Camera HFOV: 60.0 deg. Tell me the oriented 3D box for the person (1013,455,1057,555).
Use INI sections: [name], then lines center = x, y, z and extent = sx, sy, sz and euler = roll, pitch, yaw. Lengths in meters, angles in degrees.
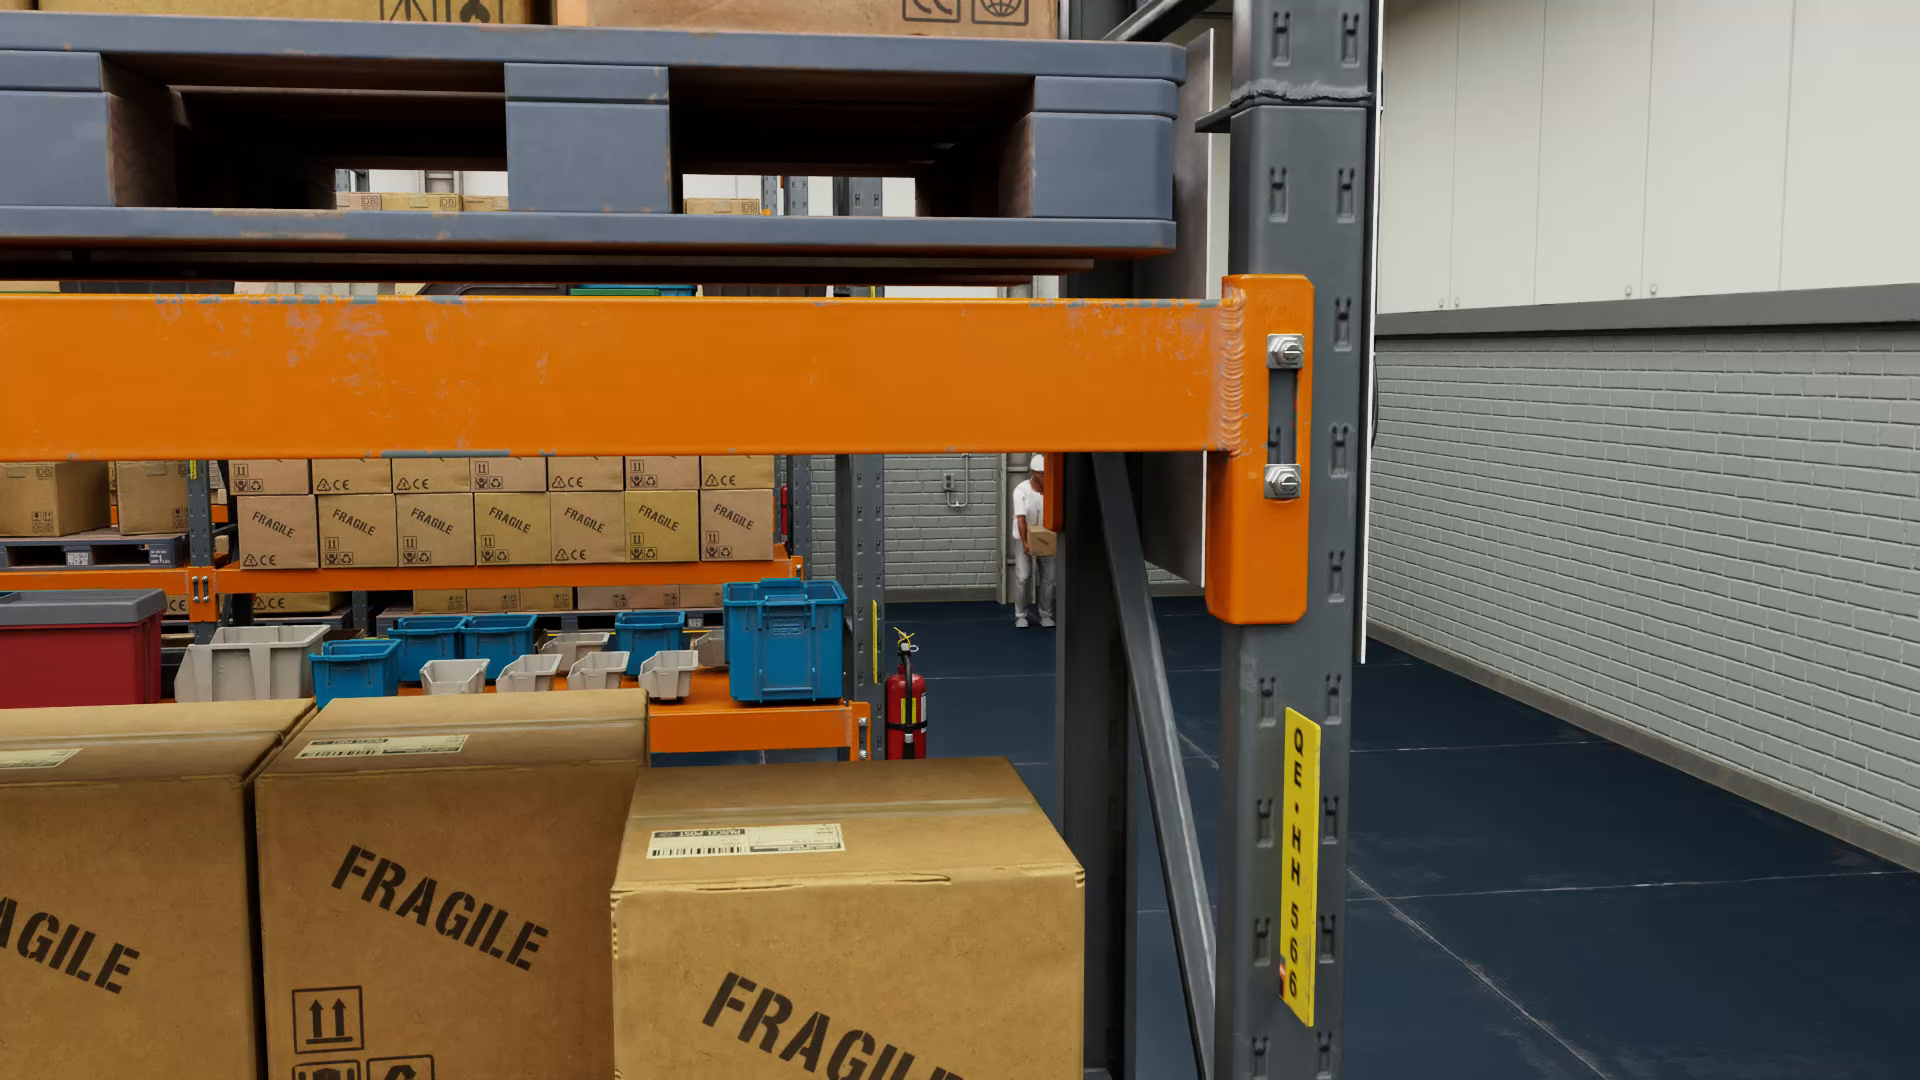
[person]
center = 0.782, -0.360, 16.559
extent = 0.497, 0.980, 0.602
euler = -1, 7, -10
